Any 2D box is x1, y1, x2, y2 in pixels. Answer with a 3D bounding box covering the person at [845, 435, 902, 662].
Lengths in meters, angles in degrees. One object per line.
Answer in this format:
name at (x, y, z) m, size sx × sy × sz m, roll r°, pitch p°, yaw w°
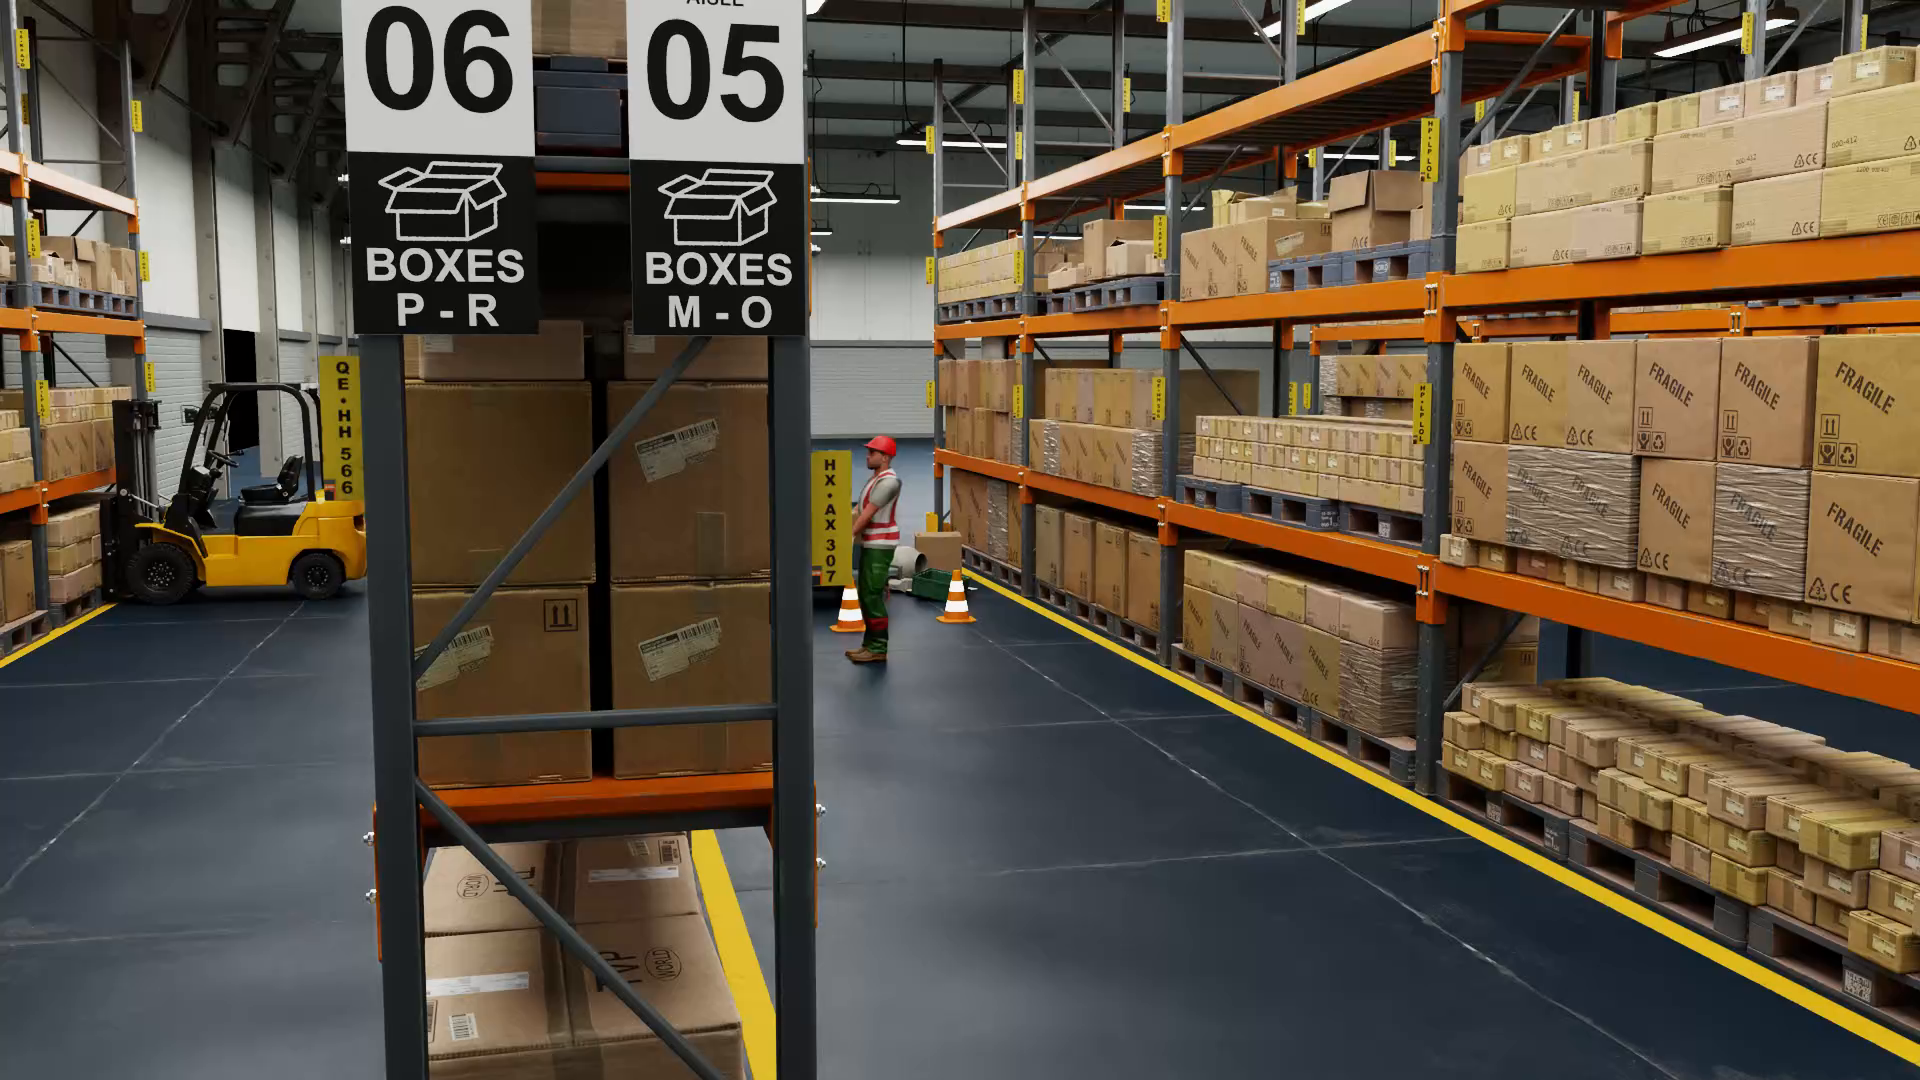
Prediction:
person at (-0.759, 0.066, 13.164) m, size 0.561 × 1.785 × 0.492 m, roll -1°, pitch 6°, yaw -13°
